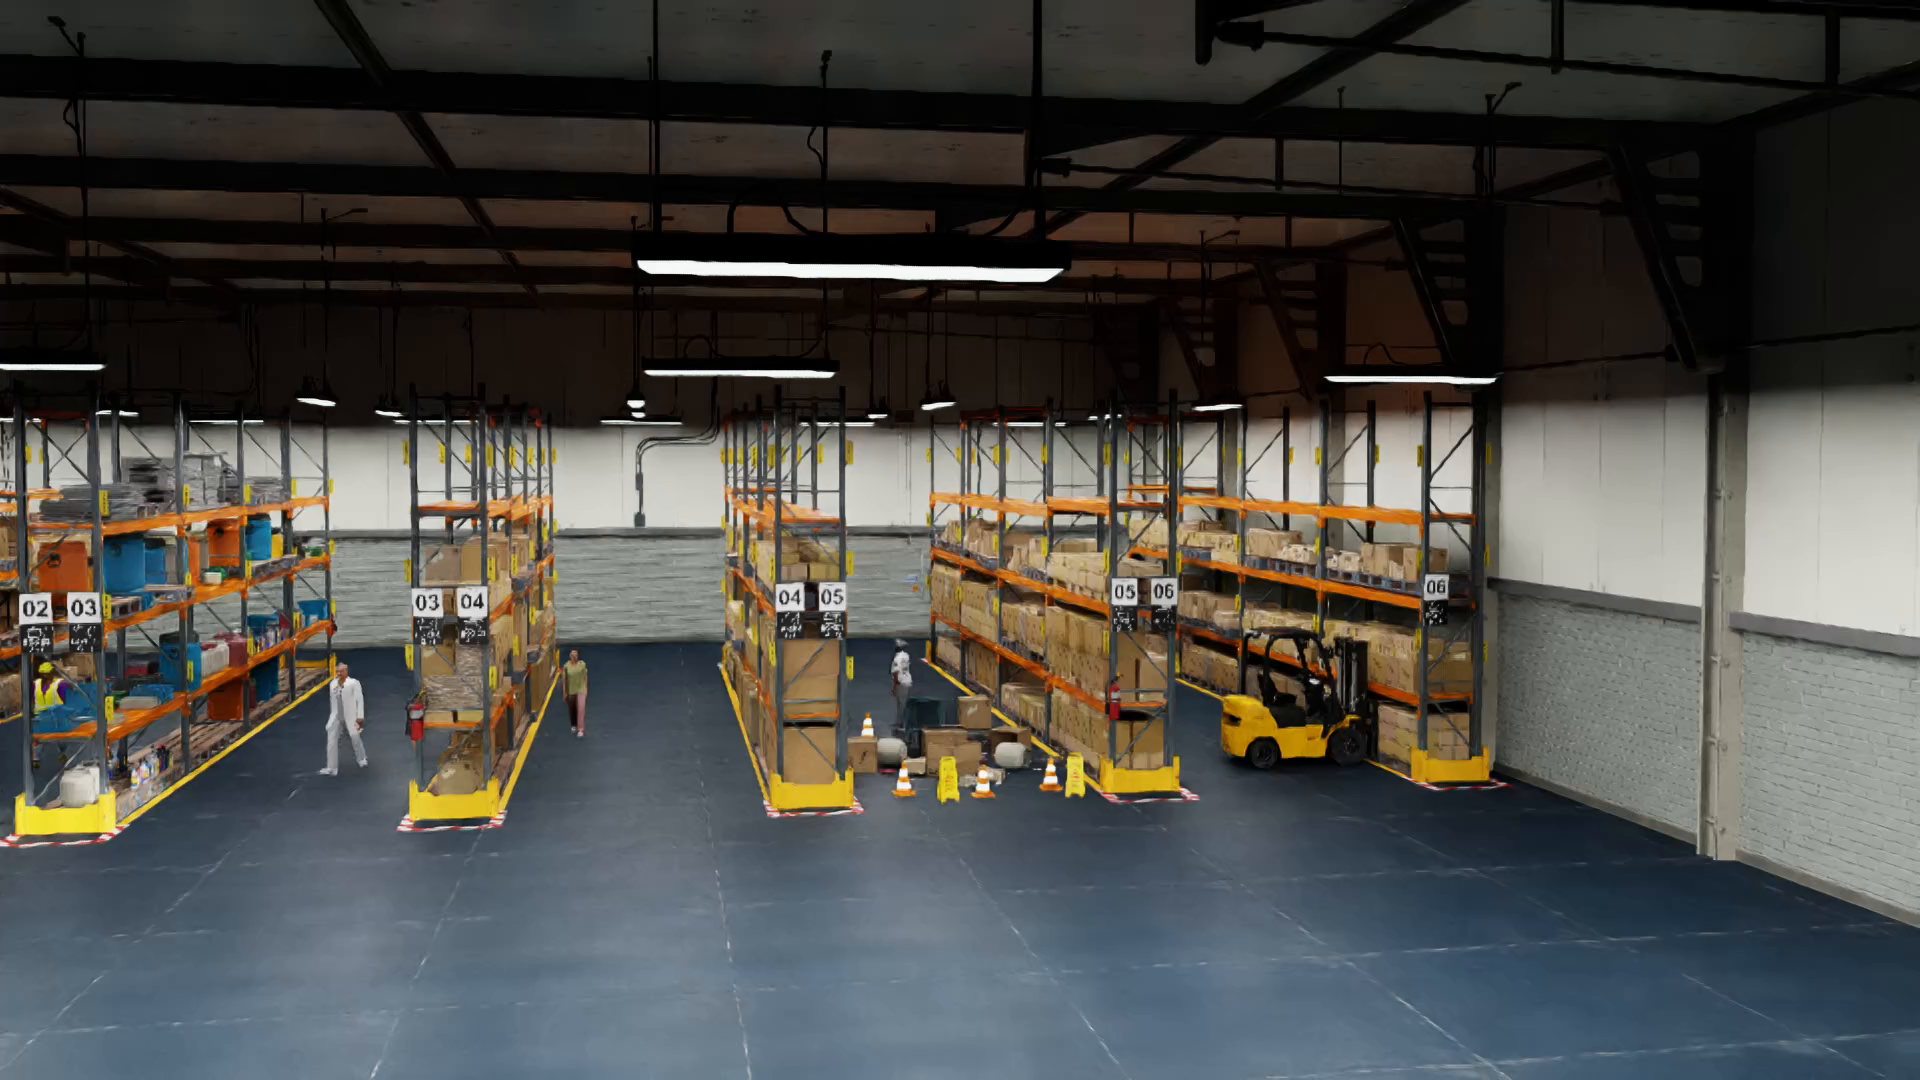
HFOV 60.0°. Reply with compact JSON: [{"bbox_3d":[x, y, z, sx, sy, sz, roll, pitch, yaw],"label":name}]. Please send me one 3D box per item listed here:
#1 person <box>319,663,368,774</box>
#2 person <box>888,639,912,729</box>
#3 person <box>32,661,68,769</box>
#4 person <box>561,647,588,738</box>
[{"bbox_3d":[-9.696,2.799,26.300,0.602,1.734,1.012,0,3,5],"label":"person"},{"bbox_3d":[-1.090,2.626,30.161,0.544,1.663,0.567,1,3,20],"label":"person"},{"bbox_3d":[-14.650,2.790,26.750,0.575,1.689,1.128,-1,3,-13],"label":"person"},{"bbox_3d":[-6.872,2.689,29.625,0.448,1.590,1.110,0,3,-9],"label":"person"}]
